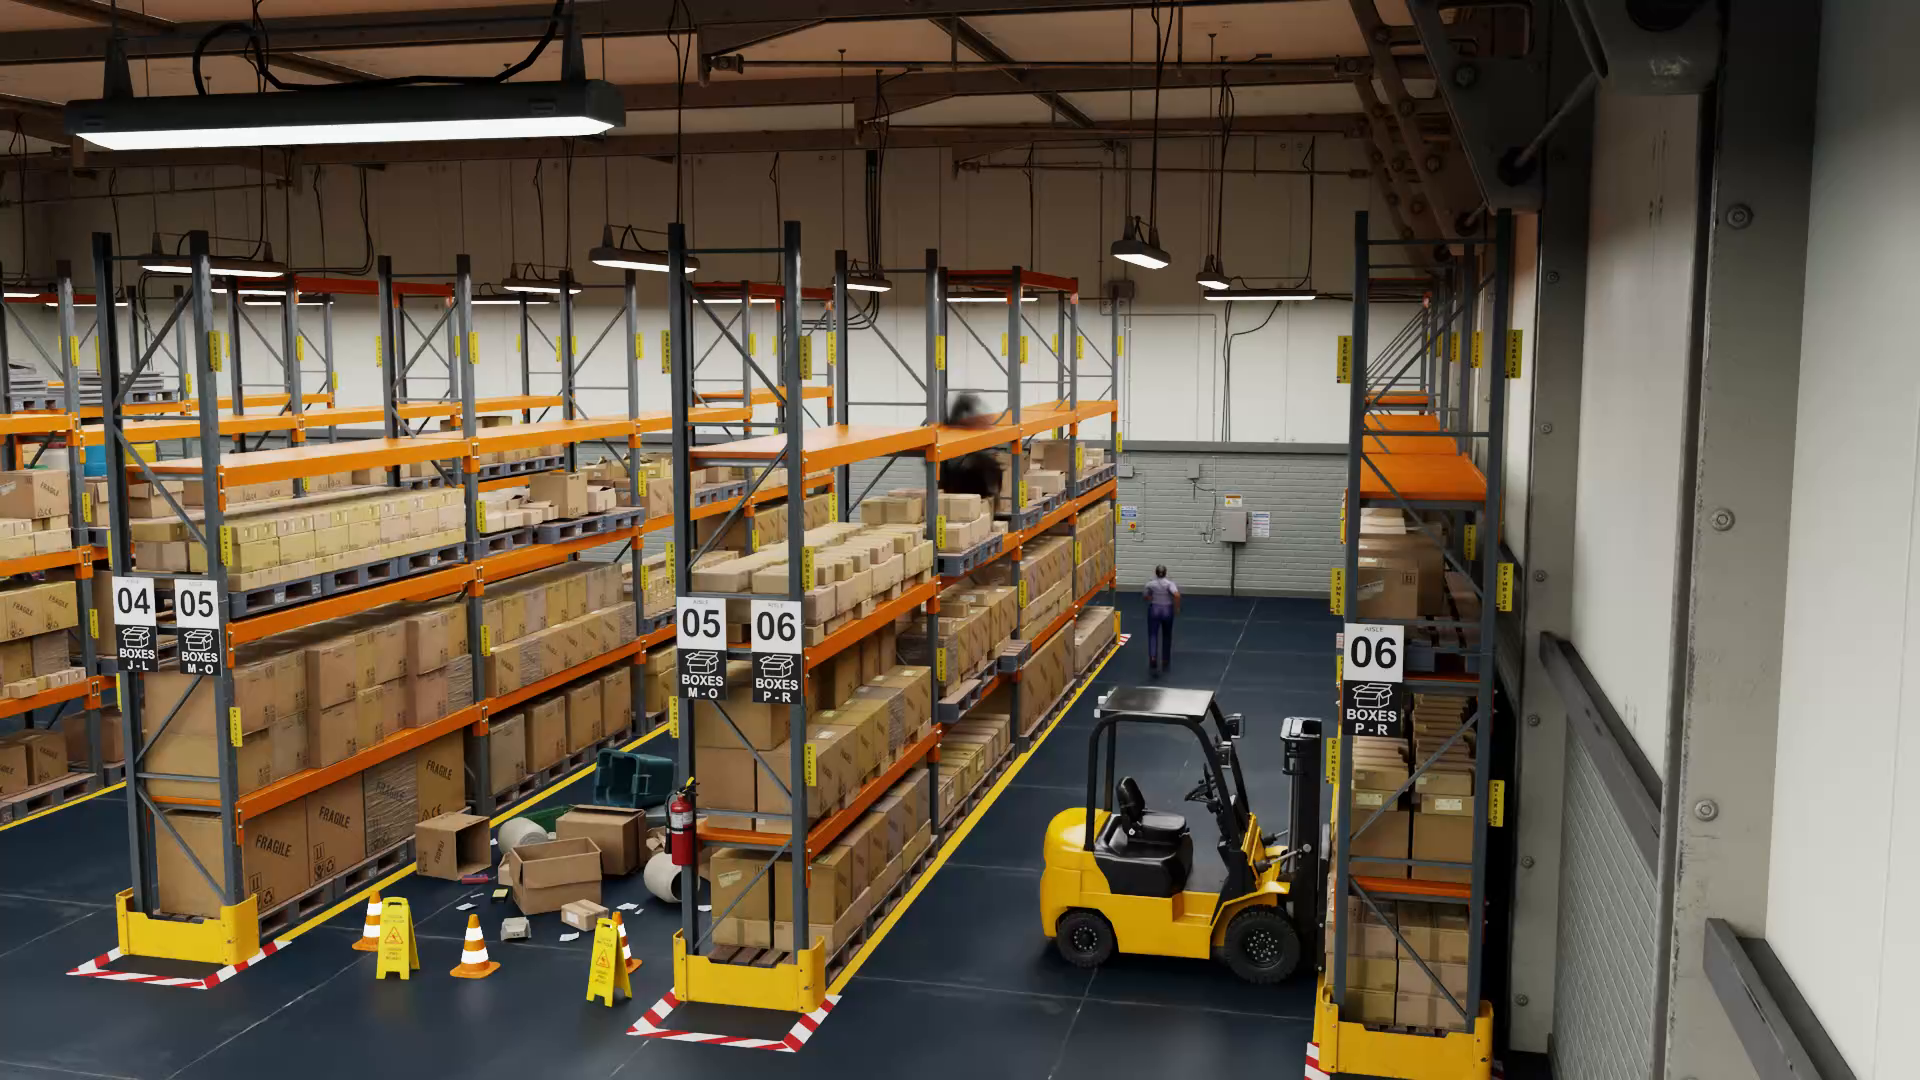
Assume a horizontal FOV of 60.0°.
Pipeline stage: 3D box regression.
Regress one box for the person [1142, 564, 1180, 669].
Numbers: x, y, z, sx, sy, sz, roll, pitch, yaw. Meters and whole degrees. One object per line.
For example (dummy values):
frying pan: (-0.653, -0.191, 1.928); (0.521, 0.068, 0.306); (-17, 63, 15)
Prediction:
person: (3.115, 1.196, 25.805); (0.601, 1.636, 0.934); (1, 7, 8)
